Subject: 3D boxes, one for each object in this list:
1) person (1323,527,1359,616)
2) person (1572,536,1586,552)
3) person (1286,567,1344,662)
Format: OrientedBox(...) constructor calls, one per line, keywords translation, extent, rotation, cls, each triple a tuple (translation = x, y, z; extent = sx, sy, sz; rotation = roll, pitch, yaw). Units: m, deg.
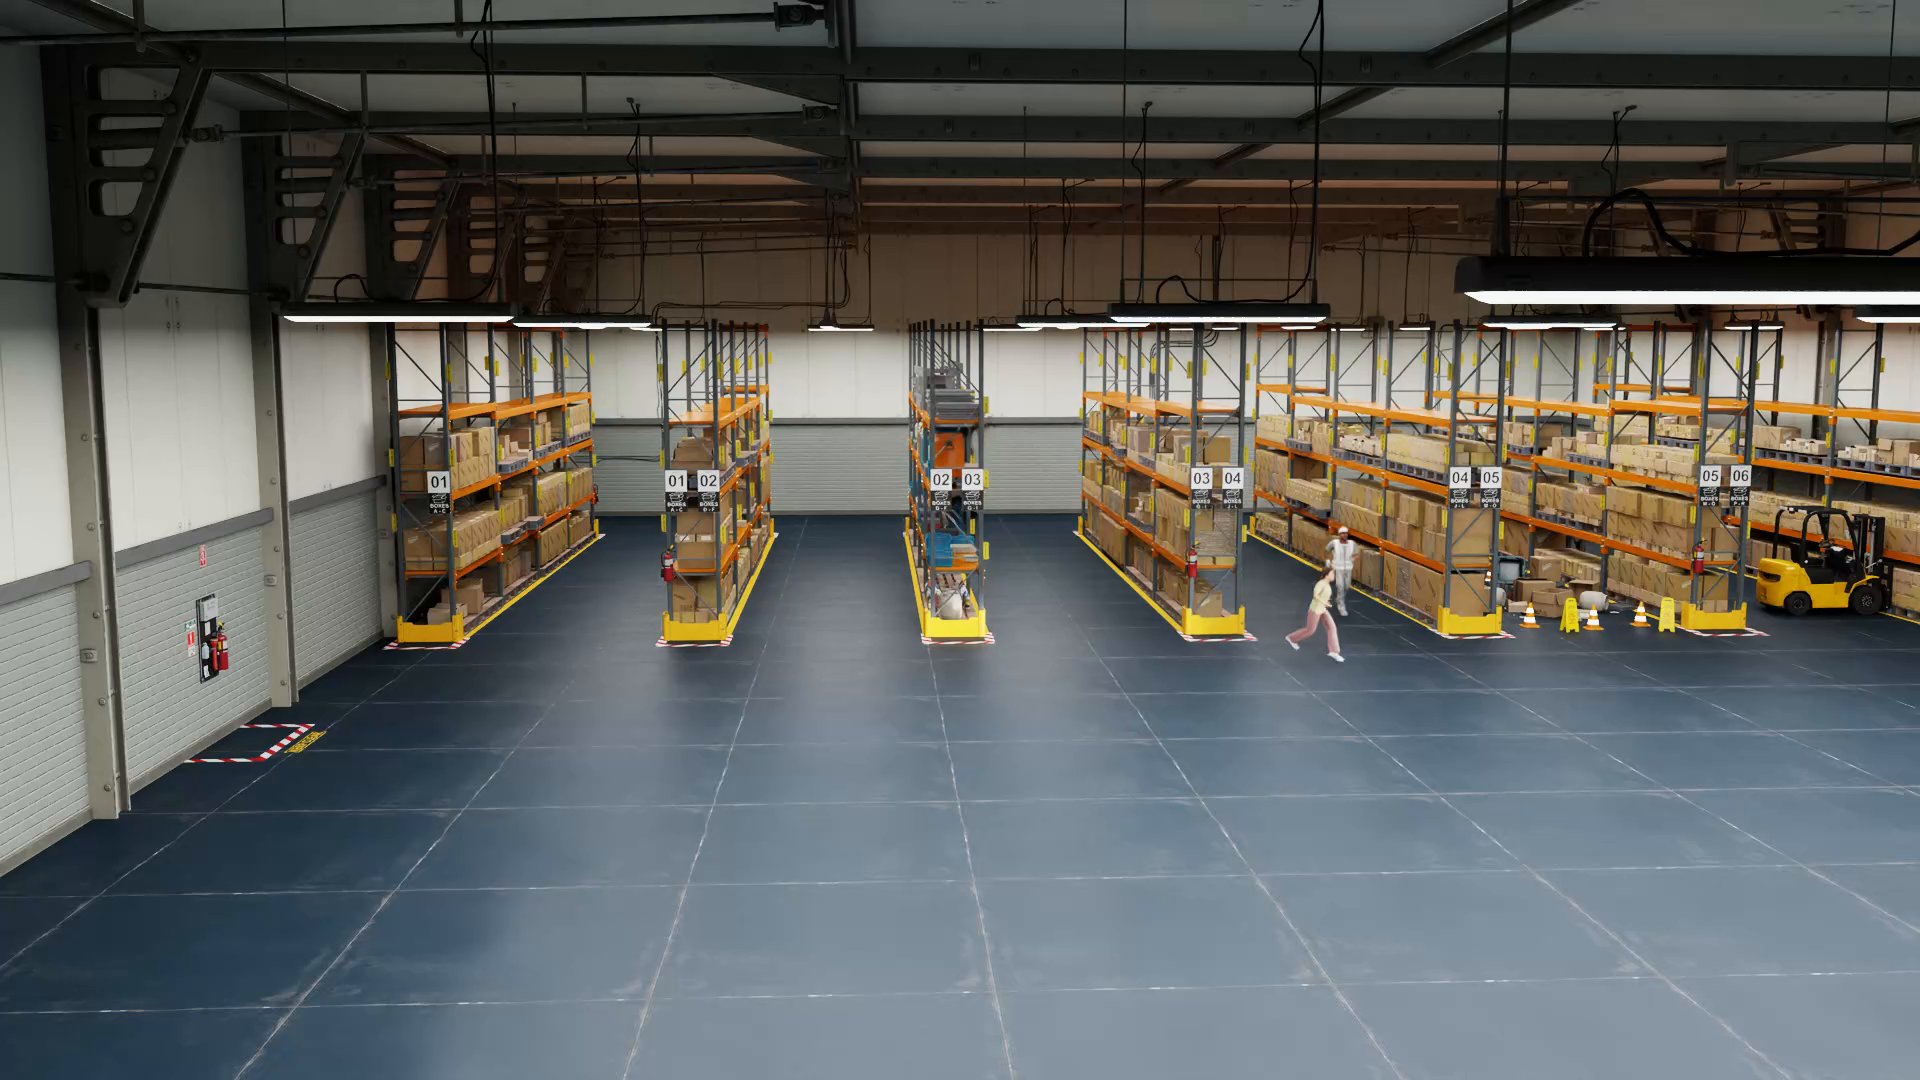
OrientedBox(translation=(7.835, 0.609, 34.111), extent=(0.680, 1.783, 0.919), rotation=(-1, 7, -6), cls="person")
OrientedBox(translation=(16.262, -0.512, 43.747), extent=(0.639, 1.673, 0.662), rotation=(-2, 7, -12), cls="person")
OrientedBox(translation=(6.296, 1.289, 29.404), extent=(1.092, 1.658, 0.582), rotation=(5, 9, 35), cls="person")
